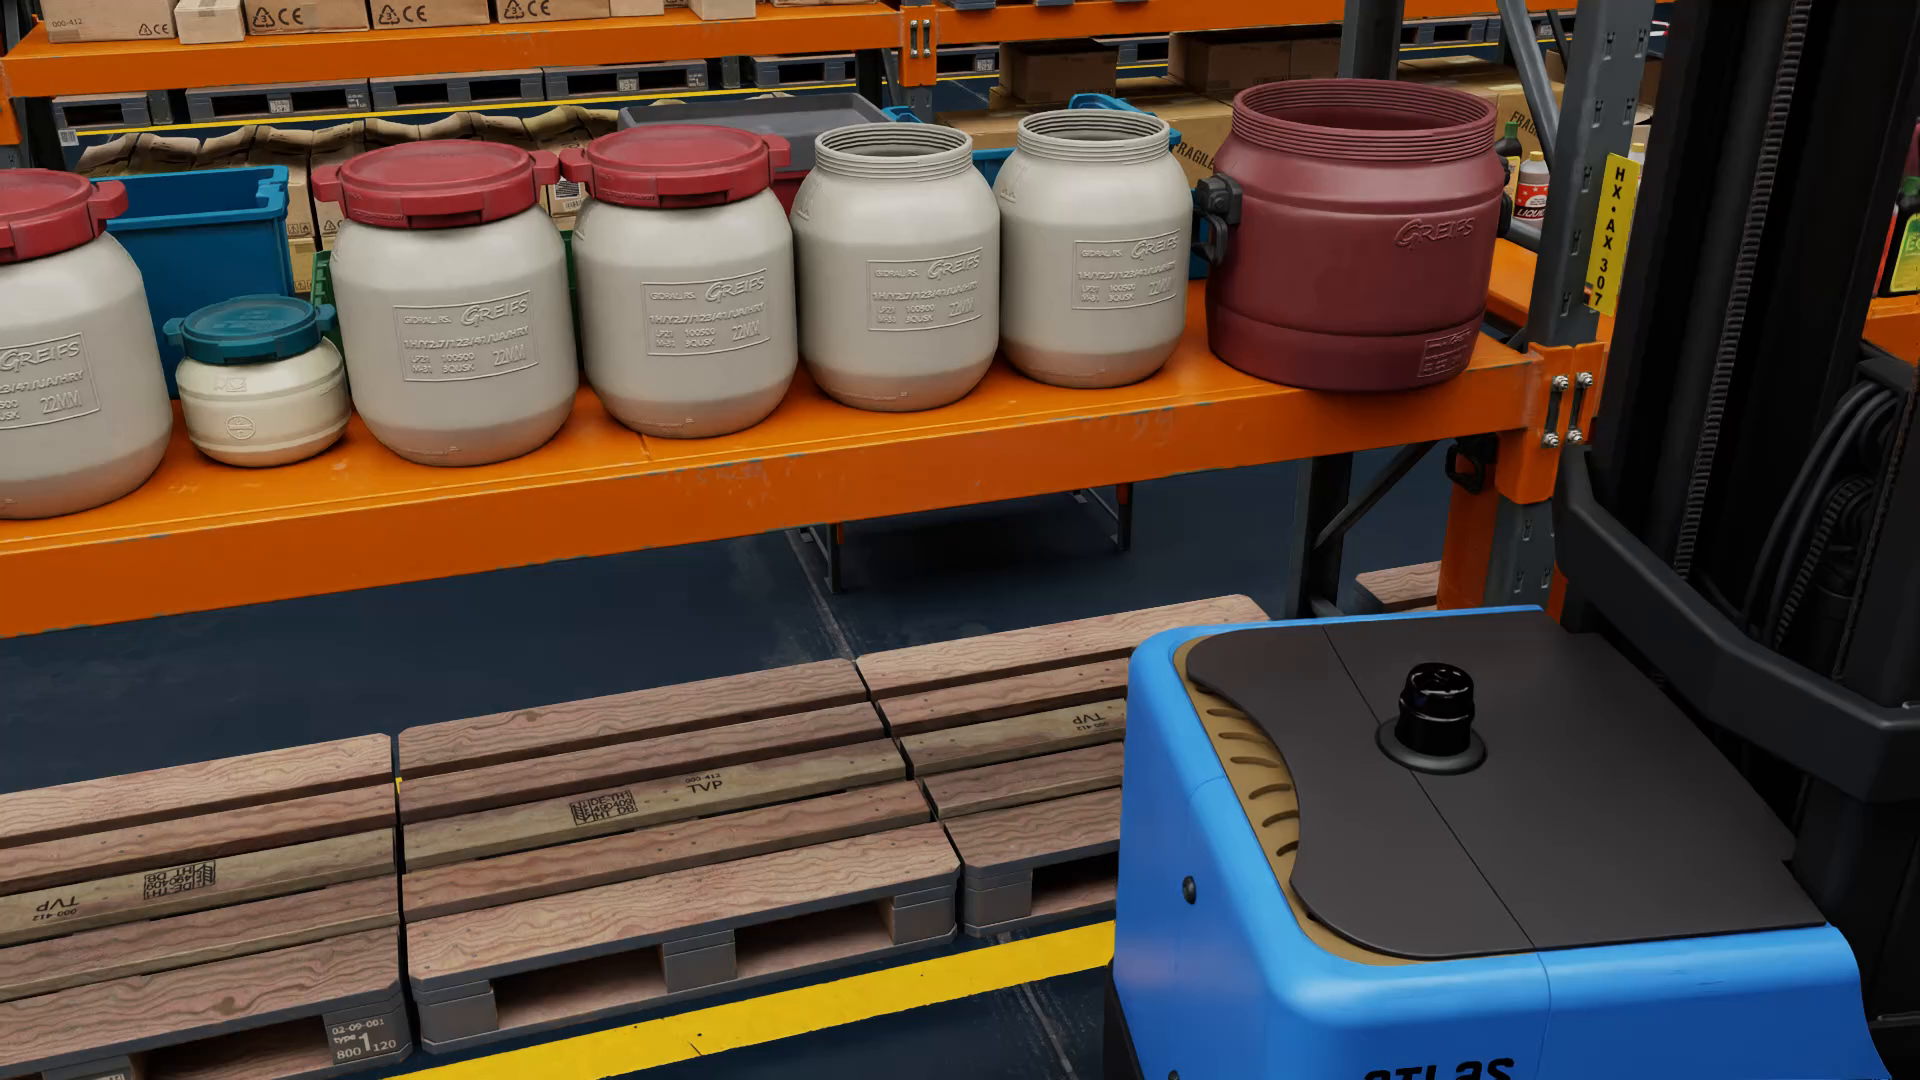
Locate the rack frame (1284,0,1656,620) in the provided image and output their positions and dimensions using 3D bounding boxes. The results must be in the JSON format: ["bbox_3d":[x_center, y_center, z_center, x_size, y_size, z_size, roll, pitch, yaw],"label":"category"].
[{"bbox_3d":[1.183,-0.795,3.977,0.127,3.000,1.000,-8,28,-16],"label":"rack frame"}]

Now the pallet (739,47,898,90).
[{"bbox_3d":[-1.112,-3.811,13.189,1.213,0.211,1.003,-8,28,-16],"label":"pallet"}]

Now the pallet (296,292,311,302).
[{"bbox_3d":[-3.462,-1.208,7.945,1.213,0.211,1.003,-8,28,-16],"label":"pallet"}]

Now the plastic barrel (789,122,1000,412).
[{"bbox_3d":[-0.130,-0.555,3.368,0.421,0.512,0.421,0,26,0],"label":"plastic barrel"}]

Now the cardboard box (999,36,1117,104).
[{"bbox_3d":[0.521,-2.540,8.967,0.500,0.250,0.500,-7,27,-14],"label":"cardboard box"}]

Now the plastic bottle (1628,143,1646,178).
[{"bbox_3d":[1.863,-0.995,4.604,0.097,0.201,0.097,0,26,0],"label":"plastic bottle"}]

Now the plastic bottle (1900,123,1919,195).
[{"bbox_3d":[2.743,-1.100,4.724,0.133,0.283,0.061,-8,28,-16],"label":"plastic bottle"}]

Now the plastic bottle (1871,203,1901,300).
[{"bbox_3d":[2.134,-0.726,3.978,0.135,0.276,0.152,-8,28,-16],"label":"plastic bottle"}]

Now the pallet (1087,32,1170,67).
[{"bbox_3d":[1.208,-4.147,13.866,1.213,0.211,1.003,-8,28,-16],"label":"pallet"}]

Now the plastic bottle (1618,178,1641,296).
[{"bbox_3d":[1.647,-0.726,3.979,0.135,0.276,0.152,-8,28,-16],"label":"plastic bottle"}]

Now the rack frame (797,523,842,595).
[{"bbox_3d":[-0.477,-0.435,5.361,0.032,1.125,0.500,-8,28,-16],"label":"rack frame"}]

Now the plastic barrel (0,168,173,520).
[{"bbox_3d":[-1.643,-0.344,2.916,0.433,0.535,0.433,0,26,0],"label":"plastic barrel"}]

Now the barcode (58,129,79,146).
[{"bbox_3d":[-3.779,-1.705,7.048,0.075,0.075,0.001,-8,28,-16],"label":"barcode"}]

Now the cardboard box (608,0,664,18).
[{"bbox_3d":[-1.543,-2.577,7.851,0.250,0.149,0.380,-6,27,-12],"label":"cardboard box"}]

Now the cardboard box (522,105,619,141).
[{"bbox_3d":[-1.919,-2.004,8.403,0.500,0.311,0.500,-9,28,-17],"label":"cardboard box"}]

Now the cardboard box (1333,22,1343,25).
[{"bbox_3d":[3.140,-4.730,14.243,0.500,0.500,0.700,-9,28,-17],"label":"cardboard box"}]

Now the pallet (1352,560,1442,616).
[{"bbox_3d":[1.920,0.328,4.851,1.213,0.211,1.003,-8,28,-16],"label":"pallet"}]

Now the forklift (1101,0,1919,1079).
[{"bbox_3d":[1.847,-0.065,2.585,3.031,2.935,1.130,-3,27,-7],"label":"forklift"}]

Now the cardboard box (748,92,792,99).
[{"bbox_3d":[-0.936,-2.149,8.695,0.500,0.311,0.500,-7,27,-14],"label":"cardboard box"}]

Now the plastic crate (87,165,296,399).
[{"bbox_3d":[-1.668,-0.520,3.442,0.575,0.384,0.392,-8,28,-16],"label":"plastic crate"}]

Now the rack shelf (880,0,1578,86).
[{"bbox_3d":[1.554,-2.843,8.912,4.000,0.370,1.077,-8,28,-16],"label":"rack shelf"}]

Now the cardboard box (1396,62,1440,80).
[{"bbox_3d":[2.417,-2.476,9.680,0.500,0.500,0.500,-8,27,-15],"label":"cardboard box"}]

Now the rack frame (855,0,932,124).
[{"bbox_3d":[-0.347,-2.889,8.197,0.127,3.000,1.000,-8,28,-16],"label":"rack frame"}]

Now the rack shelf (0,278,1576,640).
[{"bbox_3d":[-0.719,-0.197,3.582,4.000,0.370,1.077,-8,28,-16],"label":"rack shelf"}]

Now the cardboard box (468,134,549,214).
[{"bbox_3d":[-2.219,-1.710,7.811,0.500,0.311,0.500,-7,27,-15],"label":"cardboard box"}]

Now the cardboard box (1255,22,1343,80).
[{"bbox_3d":[1.970,-2.752,9.394,0.500,0.250,0.500,-8,28,-16],"label":"cardboard box"}]

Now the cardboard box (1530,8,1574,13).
[{"bbox_3d":[5.087,-5.015,14.817,0.500,0.500,0.700,-8,28,-16],"label":"cardboard box"}]

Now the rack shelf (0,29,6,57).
[{"bbox_3d":[-6.053,-1.741,6.692,4.000,0.370,1.077,-8,28,-16],"label":"rack shelf"}]

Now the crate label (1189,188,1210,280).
[{"bbox_3d":[0.666,-0.820,4.217,0.416,0.233,0.303,-8,28,-16],"label":"crate label"}]

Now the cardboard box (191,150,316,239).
[{"bbox_3d":[-3.203,-1.565,7.517,0.500,0.311,0.500,-9,28,-17],"label":"cardboard box"}]

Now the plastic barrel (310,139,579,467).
[{"bbox_3d":[-0.945,-0.445,3.120,0.433,0.535,0.433,0,26,0],"label":"plastic barrel"}]

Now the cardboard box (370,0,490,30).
[{"bbox_3d":[-2.438,-2.624,7.549,0.500,0.500,0.500,-8,28,-16],"label":"cardboard box"}]

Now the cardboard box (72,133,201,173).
[{"bbox_3d":[-3.855,-1.723,7.837,0.500,0.311,0.500,-8,28,-16],"label":"cardboard box"}]

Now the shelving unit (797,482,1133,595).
[{"bbox_3d":[0.006,-0.505,5.502,1.048,1.125,0.538,-8,28,-16],"label":"shelving unit"}]

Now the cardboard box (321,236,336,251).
[{"bbox_3d":[-2.712,-1.388,7.793,0.500,0.250,0.500,-9,28,-18],"label":"cardboard box"}]

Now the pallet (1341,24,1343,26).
[{"bbox_3d":[2.666,-4.357,14.288,1.213,0.211,1.003,-8,28,-16],"label":"pallet"}]

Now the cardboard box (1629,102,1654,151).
[{"bbox_3d":[3.922,-2.399,9.739,0.500,0.311,0.500,-8,28,-16],"label":"cardboard box"}]

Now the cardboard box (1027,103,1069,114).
[{"bbox_3d":[0.670,-1.983,8.688,0.500,0.500,0.500,-9,28,-18],"label":"cardboard box"}]

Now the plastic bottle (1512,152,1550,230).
[{"bbox_3d":[1.551,-0.950,4.513,0.097,0.201,0.097,0,26,0],"label":"plastic bottle"}]

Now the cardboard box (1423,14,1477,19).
[{"bbox_3d":[4.133,-4.876,14.538,0.500,0.500,0.700,-9,28,-18],"label":"cardboard box"}]

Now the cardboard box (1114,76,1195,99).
[{"bbox_3d":[0.961,-2.266,9.257,0.500,0.500,0.500,-9,28,-18],"label":"cardboard box"}]

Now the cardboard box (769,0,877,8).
[{"bbox_3d":[-0.707,-2.818,8.153,0.500,0.311,0.500,-7,27,-13],"label":"cardboard box"}]

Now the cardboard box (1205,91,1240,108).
[{"bbox_3d":[1.643,-2.124,8.972,0.500,0.500,0.500,-9,28,-18],"label":"cardboard box"}]

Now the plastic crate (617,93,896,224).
[{"bbox_3d":[-0.448,-0.730,3.775,0.583,0.464,0.402,-8,28,-16],"label":"plastic crate"}]

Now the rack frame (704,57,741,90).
[{"bbox_3d":[-1.885,-4.983,12.415,0.127,3.000,1.000,-8,28,-16],"label":"rack frame"}]

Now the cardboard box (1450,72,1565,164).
[{"bbox_3d":[3.075,-2.329,9.383,0.500,0.500,0.500,-8,28,-16],"label":"cardboard box"}]

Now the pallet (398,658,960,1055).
[{"bbox_3d":[-0.724,0.711,4.080,1.213,0.211,1.003,-8,28,-16],"label":"pallet"}]

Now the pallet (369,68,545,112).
[{"bbox_3d":[-3.787,-3.461,12.484,1.213,0.211,1.003,-8,28,-16],"label":"pallet"}]

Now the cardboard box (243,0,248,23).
[{"bbox_3d":[-3.372,-2.477,7.517,0.258,0.266,0.396,-9,28,-17],"label":"cardboard box"}]

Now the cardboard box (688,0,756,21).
[{"bbox_3d":[-1.117,-2.536,7.768,0.250,0.149,0.380,-8,28,-16],"label":"cardboard box"}]

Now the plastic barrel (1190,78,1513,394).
[{"bbox_3d":[0.835,-0.663,3.560,0.708,0.536,0.600,-8,28,-16],"label":"plastic barrel"}]

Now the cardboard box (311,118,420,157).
[{"bbox_3d":[-2.887,-1.865,8.123,0.500,0.311,0.500,-8,28,-16],"label":"cardboard box"}]

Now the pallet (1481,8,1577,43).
[{"bbox_3d":[4.986,-4.693,14.965,1.213,0.211,1.003,-8,28,-16],"label":"pallet"}]
